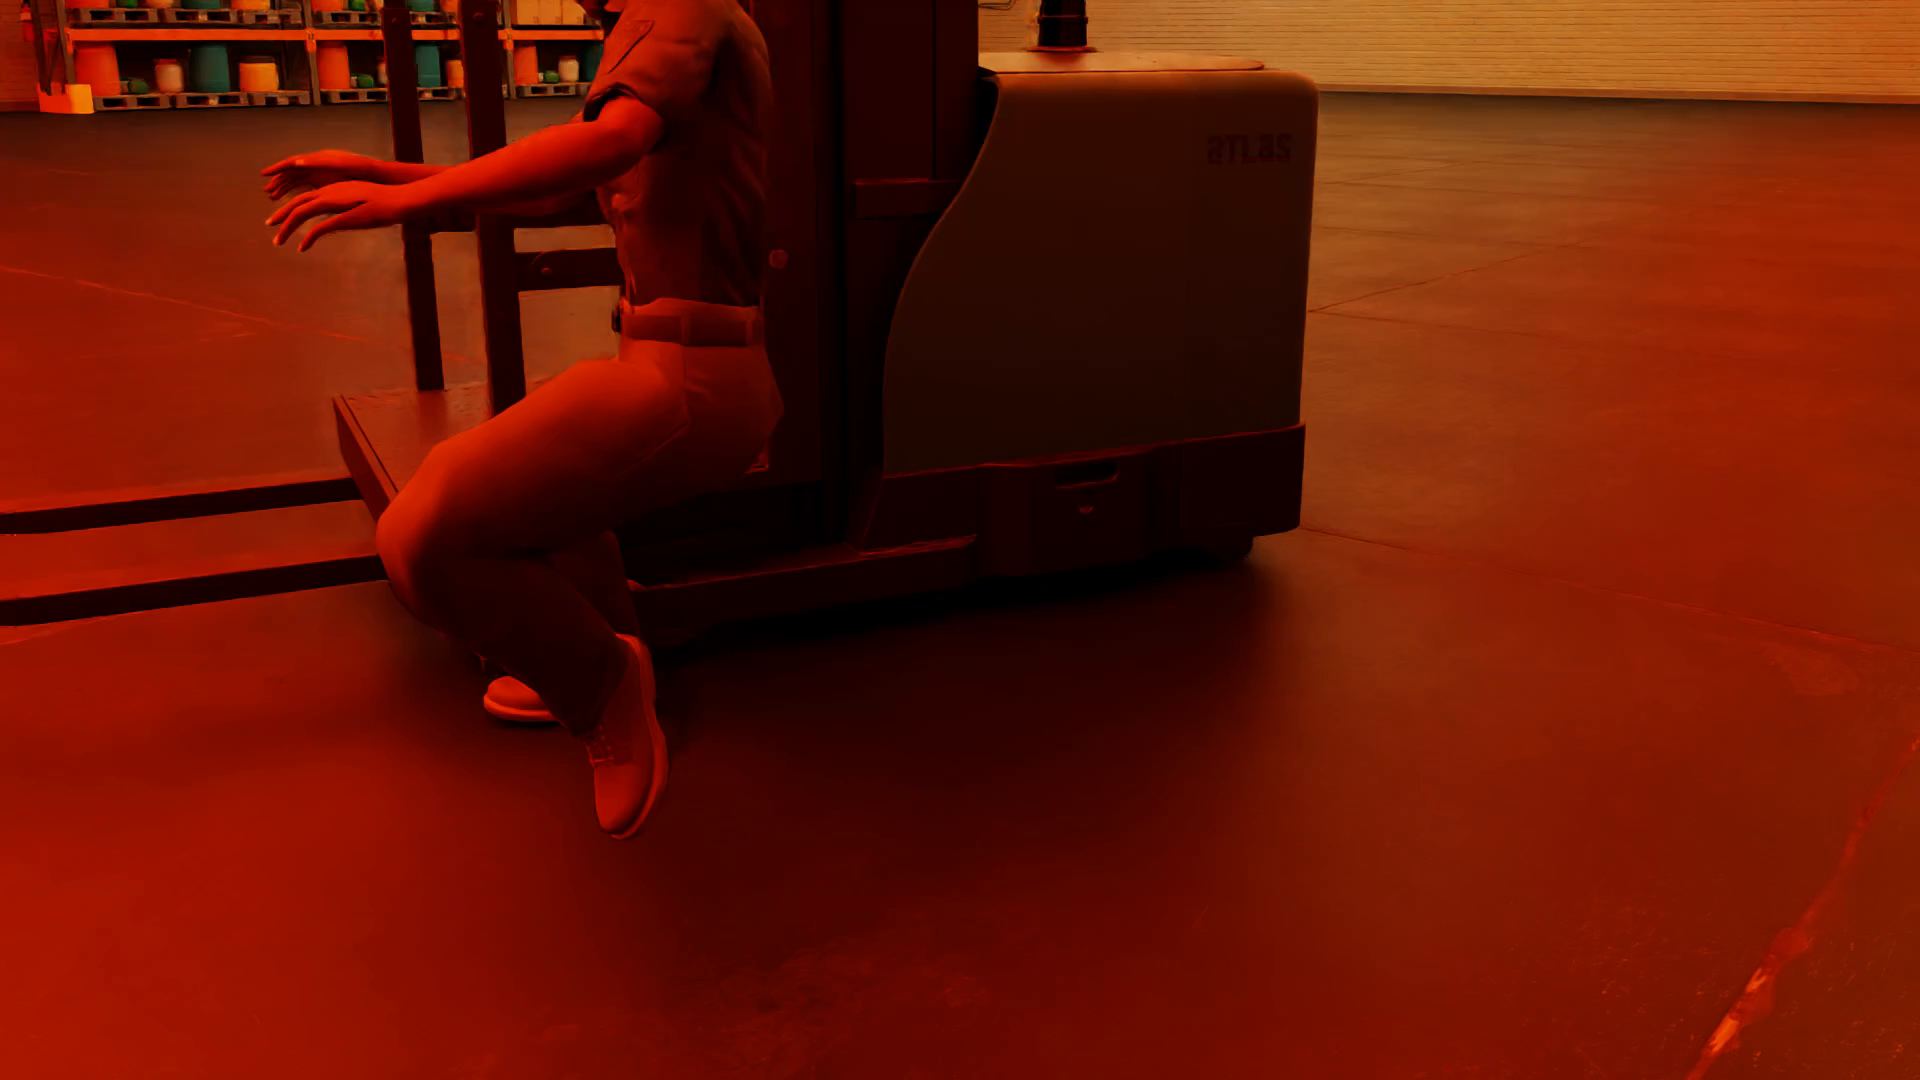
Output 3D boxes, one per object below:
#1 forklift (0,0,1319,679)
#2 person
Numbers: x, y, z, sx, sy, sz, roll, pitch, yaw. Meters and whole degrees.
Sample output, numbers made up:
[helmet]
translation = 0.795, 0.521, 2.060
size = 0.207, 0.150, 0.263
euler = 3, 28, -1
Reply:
[forklift]
translation = -0.775, -1.311, 3.214
size = 3.031, 2.935, 1.130
euler = -8, 19, -24
[person]
translation = -0.621, -0.270, 2.366
size = 0.735, 1.413, 0.863
euler = -1, 17, -5
